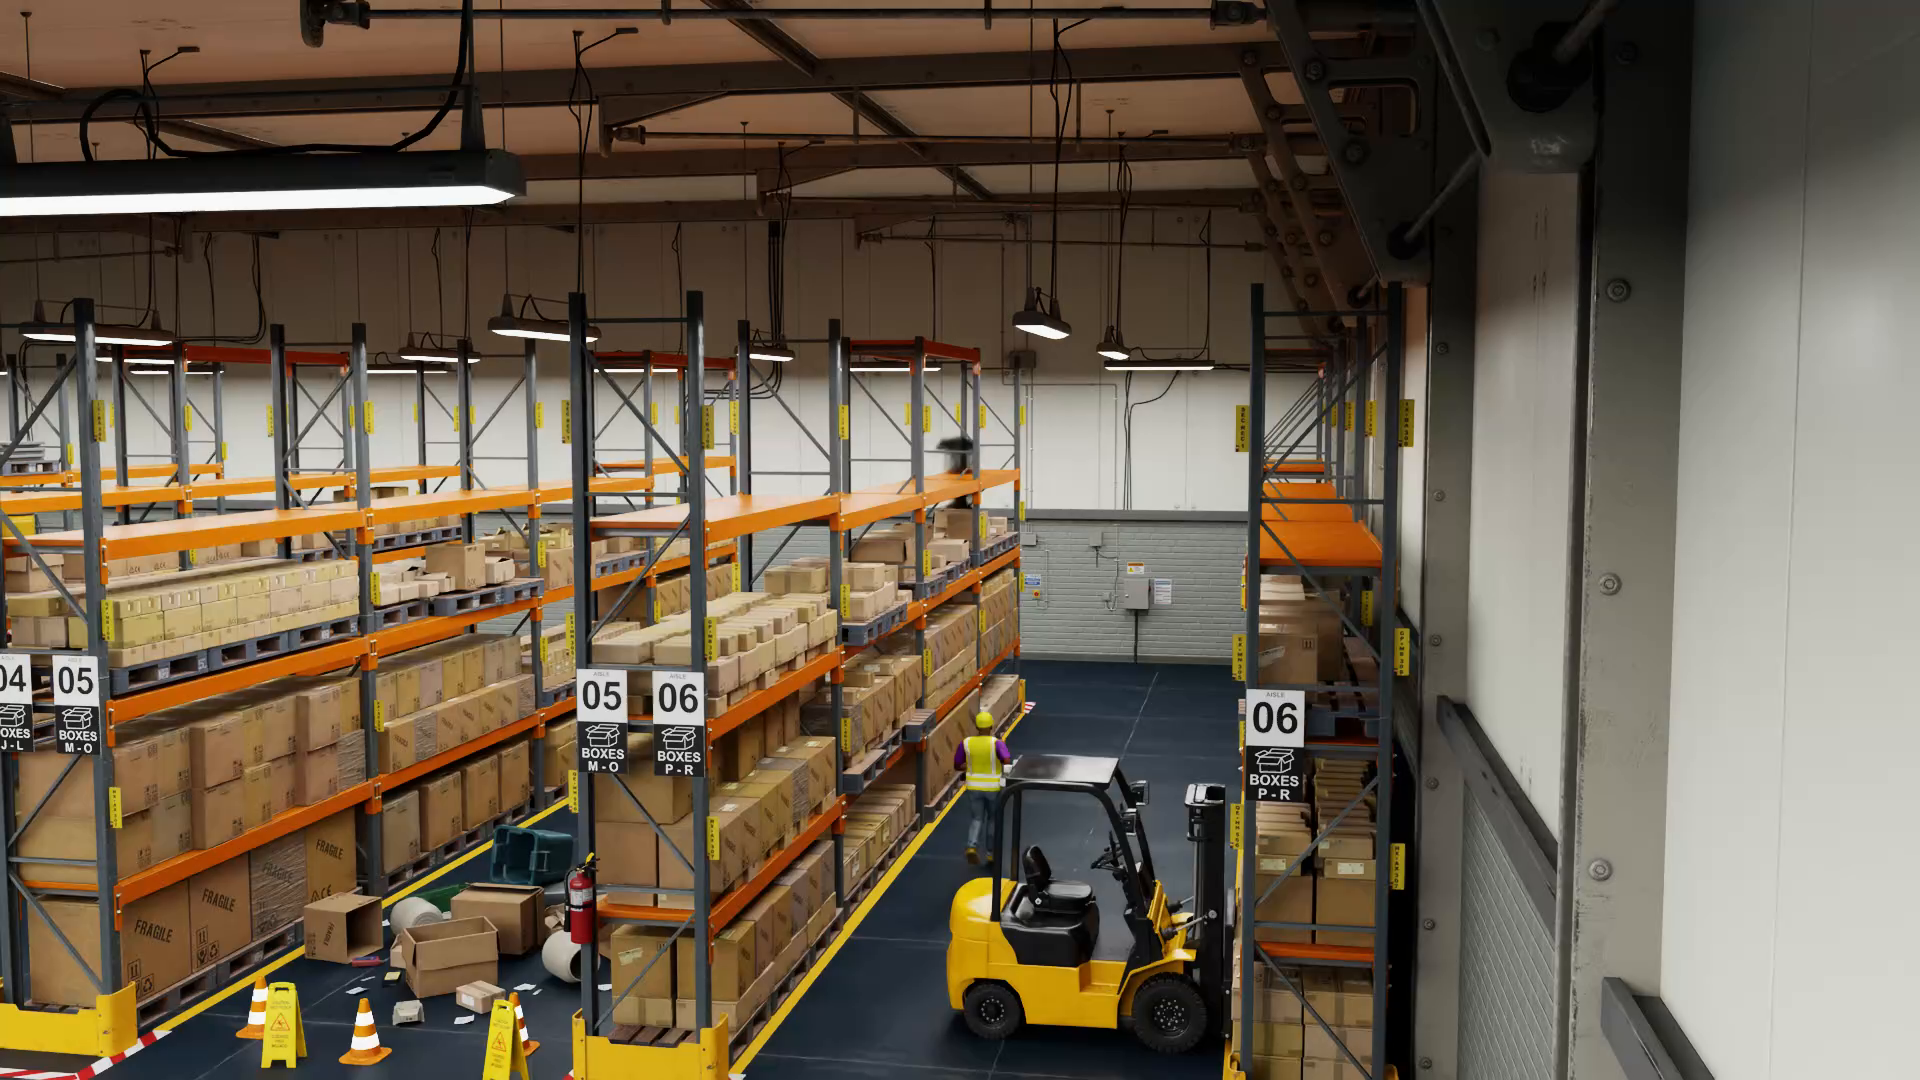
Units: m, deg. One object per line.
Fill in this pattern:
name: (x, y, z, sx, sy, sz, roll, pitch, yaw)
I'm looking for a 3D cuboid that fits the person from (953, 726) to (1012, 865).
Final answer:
person: (0.271, 2.812, 18.530, 0.701, 1.733, 0.969, 1, 5, 13)
